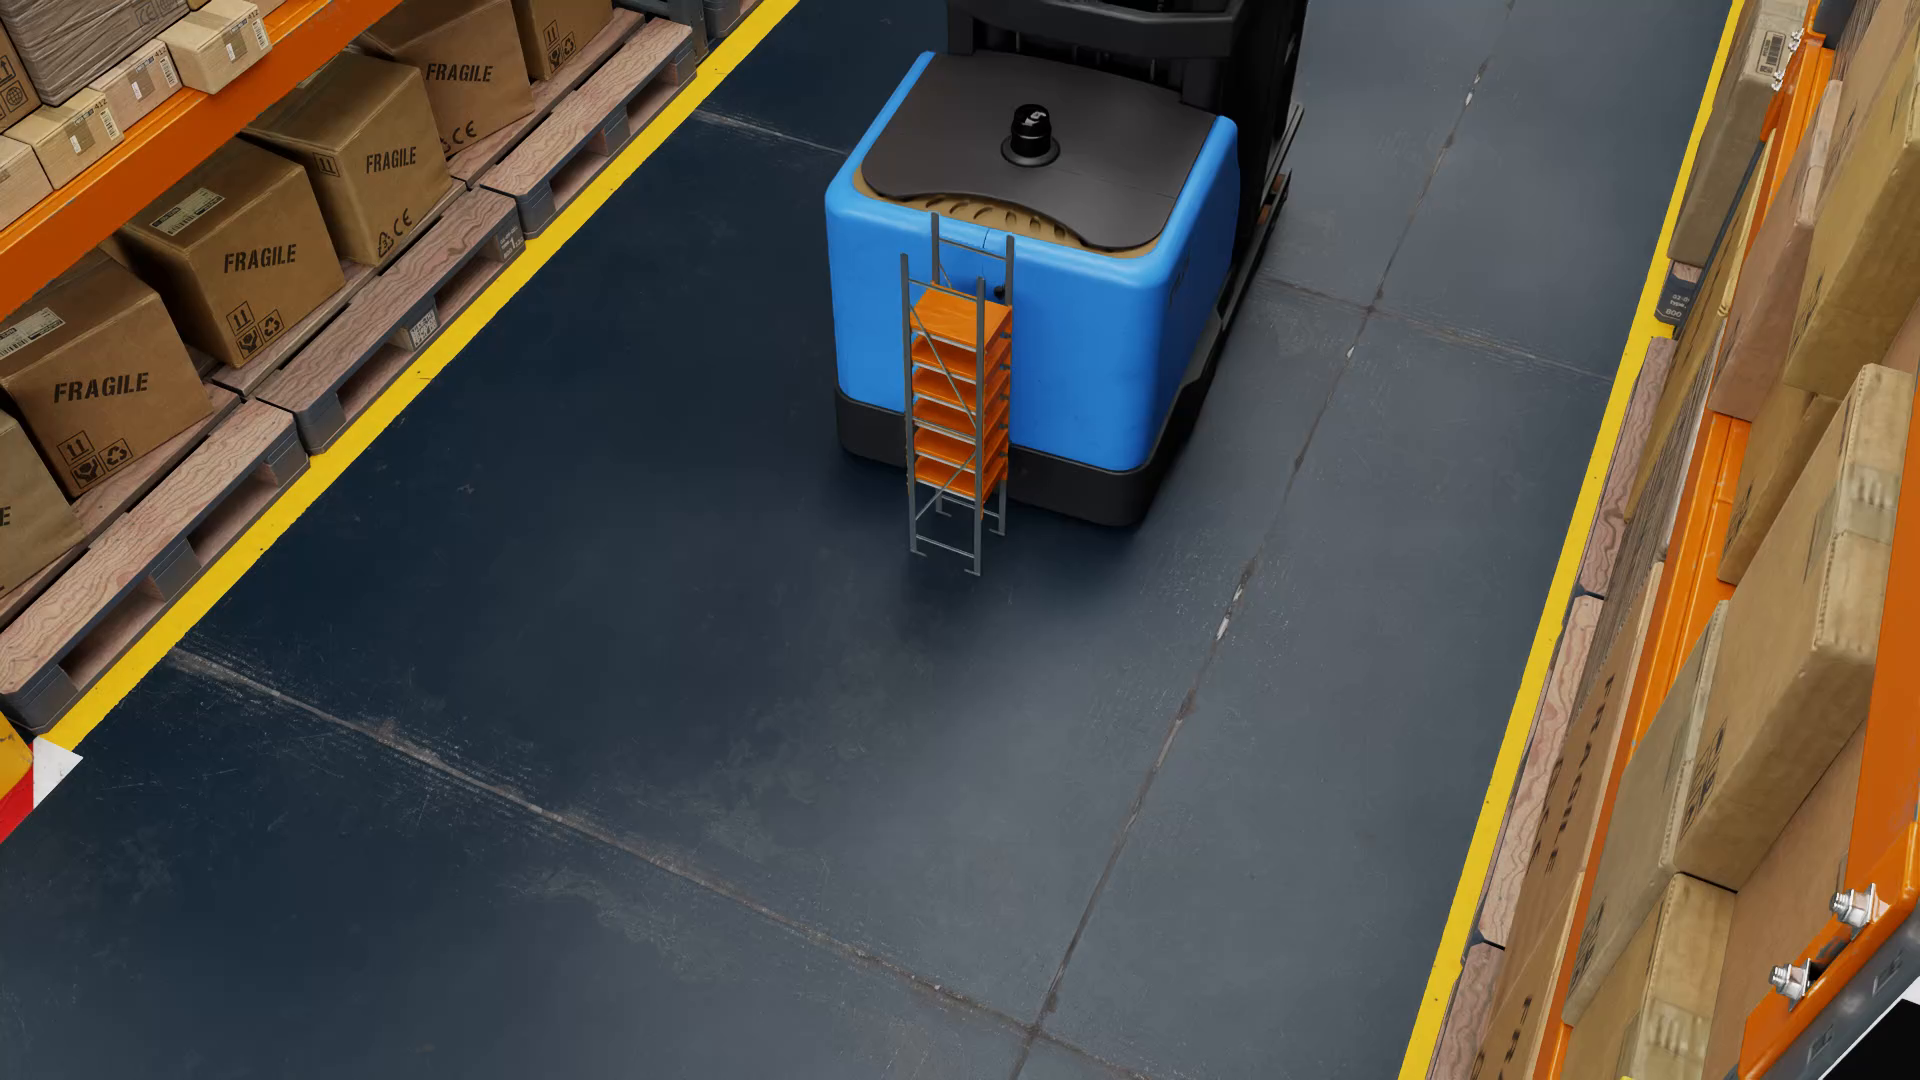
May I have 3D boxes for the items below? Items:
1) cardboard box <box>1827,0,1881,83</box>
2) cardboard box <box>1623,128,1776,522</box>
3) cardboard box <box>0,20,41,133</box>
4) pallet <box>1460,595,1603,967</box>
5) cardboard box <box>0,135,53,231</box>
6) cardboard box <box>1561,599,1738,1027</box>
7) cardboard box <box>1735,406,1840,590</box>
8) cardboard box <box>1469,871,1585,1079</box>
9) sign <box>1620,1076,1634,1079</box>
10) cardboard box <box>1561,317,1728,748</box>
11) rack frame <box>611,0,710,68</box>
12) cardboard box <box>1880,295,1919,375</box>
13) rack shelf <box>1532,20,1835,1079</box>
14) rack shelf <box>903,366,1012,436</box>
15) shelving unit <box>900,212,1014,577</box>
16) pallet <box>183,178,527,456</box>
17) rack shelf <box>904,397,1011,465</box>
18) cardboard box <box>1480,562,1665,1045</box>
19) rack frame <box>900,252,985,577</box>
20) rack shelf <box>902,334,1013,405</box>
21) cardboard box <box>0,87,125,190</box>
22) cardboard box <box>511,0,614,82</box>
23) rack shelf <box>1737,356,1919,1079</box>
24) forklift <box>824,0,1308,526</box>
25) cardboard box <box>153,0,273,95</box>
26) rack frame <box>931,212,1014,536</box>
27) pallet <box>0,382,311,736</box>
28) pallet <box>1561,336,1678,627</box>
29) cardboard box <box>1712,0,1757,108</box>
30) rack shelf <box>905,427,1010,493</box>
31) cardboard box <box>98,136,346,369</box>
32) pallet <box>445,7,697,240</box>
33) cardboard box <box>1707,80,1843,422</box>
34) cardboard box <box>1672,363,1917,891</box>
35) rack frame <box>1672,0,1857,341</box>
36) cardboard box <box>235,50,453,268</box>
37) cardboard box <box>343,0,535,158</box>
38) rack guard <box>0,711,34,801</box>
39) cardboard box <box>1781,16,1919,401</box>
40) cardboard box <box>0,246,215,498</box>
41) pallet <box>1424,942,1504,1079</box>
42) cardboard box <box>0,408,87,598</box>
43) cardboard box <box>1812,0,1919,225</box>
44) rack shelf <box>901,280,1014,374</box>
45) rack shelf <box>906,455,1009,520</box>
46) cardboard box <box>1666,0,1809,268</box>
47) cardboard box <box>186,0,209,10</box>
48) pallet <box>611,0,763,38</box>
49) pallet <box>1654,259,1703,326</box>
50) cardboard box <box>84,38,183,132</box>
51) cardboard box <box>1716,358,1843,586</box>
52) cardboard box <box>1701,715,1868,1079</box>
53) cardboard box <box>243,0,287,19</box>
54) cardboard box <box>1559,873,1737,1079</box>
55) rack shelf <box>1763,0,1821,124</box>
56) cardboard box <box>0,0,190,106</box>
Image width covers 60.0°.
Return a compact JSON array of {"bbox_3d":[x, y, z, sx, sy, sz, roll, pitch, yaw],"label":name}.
[{"bbox_3d":[2.765,-1.240,4.237,0.875,0.550,0.550,20,52,16],"label":"cardboard box"},{"bbox_3d":[2.579,-0.487,4.814,0.875,0.875,0.875,21,53,17],"label":"cardboard box"},{"bbox_3d":[-2.874,-1.260,4.092,0.875,0.500,0.500,20,52,16],"label":"cardboard box"},{"bbox_3d":[1.996,0.795,4.435,1.003,0.211,1.213,20,52,16],"label":"pallet"},{"bbox_3d":[-2.569,-0.928,4.235,0.380,0.149,0.250,20,52,16],"label":"cardboard box"},{"bbox_3d":[1.535,0.600,2.671,0.875,0.550,0.550,20,52,16],"label":"cardboard box"},{"bbox_3d":[1.888,0.255,2.965,0.875,0.550,0.550,20,52,16],"label":"cardboard box"},{"bbox_3d":[1.433,1.369,3.235,0.875,0.875,0.875,20,53,16],"label":"cardboard box"},{"bbox_3d":[0.718,0.667,1.797,0.100,0.325,0.005,20,52,16],"label":"sign"},{"bbox_3d":[2.198,0.135,4.285,0.875,0.875,0.875,20,53,16],"label":"cardboard box"},{"bbox_3d":[-1.530,-3.133,5.946,1.000,3.000,0.127,20,52,16],"label":"rack frame"},{"bbox_3d":[1.910,-0.087,2.547,0.875,0.550,0.550,20,52,16],"label":"cardboard box"},{"bbox_3d":[2.057,0.161,3.616,1.077,0.370,4.000,20,52,16],"label":"rack shelf"},{"bbox_3d":[-0.006,-0.428,4.727,0.258,0.103,0.180,20,52,16],"label":"rack shelf"},{"bbox_3d":[-0.006,-0.379,4.785,0.258,1.200,0.189,20,52,16],"label":"shelving unit"},{"bbox_3d":[-2.305,-0.912,5.888,1.003,0.211,1.213,20,52,16],"label":"pallet"},{"bbox_3d":[-0.006,-0.350,4.818,0.258,0.103,0.180,20,52,16],"label":"rack shelf"},{"bbox_3d":[1.807,0.762,3.751,0.875,0.875,0.875,19,52,16],"label":"cardboard box"},{"bbox_3d":[-0.045,-0.316,4.731,0.240,1.200,0.006,20,52,16],"label":"rack frame"},{"bbox_3d":[-0.006,-0.506,4.636,0.258,0.103,0.180,20,52,16],"label":"rack shelf"},{"bbox_3d":[-2.456,-1.098,4.379,0.380,0.149,0.250,20,52,16],"label":"cardboard box"},{"bbox_3d":[-1.737,-2.197,6.515,0.500,0.500,0.500,18,52,15],"label":"cardboard box"},{"bbox_3d":[2.057,-0.811,2.474,1.077,0.370,4.000,20,52,16],"label":"rack shelf"},{"bbox_3d":[0.601,-2.141,5.148,1.130,2.935,3.031,16,52,13],"label":"forklift"},{"bbox_3d":[-2.173,-1.417,4.651,0.380,0.149,0.250,20,52,16],"label":"cardboard box"},{"bbox_3d":[0.033,-0.442,4.838,0.240,1.200,0.006,20,52,16],"label":"rack frame"},{"bbox_3d":[-2.827,-0.075,5.175,1.003,0.211,1.213,20,52,16],"label":"pallet"},{"bbox_3d":[2.516,-0.048,5.152,1.003,0.211,1.213,20,52,16],"label":"pallet"},{"bbox_3d":[3.511,-1.976,6.164,1.050,0.750,0.750,20,52,16],"label":"cardboard box"},{"bbox_3d":[-0.006,-0.272,4.910,0.258,0.103,0.180,20,52,16],"label":"rack shelf"},{"bbox_3d":[-2.448,-0.977,5.477,0.500,0.500,0.500,24,54,19],"label":"cardboard box"},{"bbox_3d":[-1.785,-1.755,6.605,1.003,0.211,1.213,20,52,16],"label":"pallet"},{"bbox_3d":[2.213,-0.521,3.625,0.875,0.550,0.550,20,52,16],"label":"cardboard box"},{"bbox_3d":[1.548,0.255,2.256,0.875,0.550,0.550,20,52,16],"label":"cardboard box"},{"bbox_3d":[2.911,-1.450,4.514,1.000,3.000,0.127,20,52,16],"label":"rack frame"},{"bbox_3d":[-2.169,-1.347,5.792,0.500,0.500,0.500,16,51,13],"label":"cardboard box"},{"bbox_3d":[-1.975,-1.800,6.177,0.500,0.500,0.500,36,58,27],"label":"cardboard box"},{"bbox_3d":[-3.206,0.379,4.599,1.175,0.500,0.348,20,52,16],"label":"rack guard"},{"bbox_3d":[2.019,-0.494,2.893,0.875,0.550,0.500,20,52,16],"label":"cardboard box"},{"bbox_3d":[-2.732,-0.552,5.116,0.500,0.500,0.500,33,57,25],"label":"cardboard box"},{"bbox_3d":[1.473,1.633,3.722,1.003,0.211,1.213,20,52,16],"label":"pallet"},{"bbox_3d":[-2.957,-0.129,4.756,0.500,0.500,0.500,29,55,22],"label":"cardboard box"},{"bbox_3d":[2.238,-0.862,3.206,0.875,0.550,0.550,20,52,16],"label":"cardboard box"},{"bbox_3d":[-0.006,-0.583,4.544,0.258,0.103,0.180,20,52,16],"label":"rack shelf"},{"bbox_3d":[-0.006,-0.195,5.001,0.258,0.103,0.180,20,52,16],"label":"rack shelf"},{"bbox_3d":[3.095,-1.313,5.599,1.050,0.750,0.750,20,52,16],"label":"cardboard box"},{"bbox_3d":[-2.397,-1.931,4.663,0.875,0.500,0.500,20,52,16],"label":"cardboard box"},{"bbox_3d":[-1.199,-2.766,7.465,1.003,0.211,1.213,20,52,16],"label":"pallet"},{"bbox_3d":[3.173,-1.102,6.049,1.003,0.211,1.213,20,52,16],"label":"pallet"},{"bbox_3d":[-2.373,-1.279,4.533,0.380,0.149,0.250,20,52,16],"label":"cardboard box"},{"bbox_3d":[2.077,-0.123,3.287,0.875,0.550,0.500,20,52,16],"label":"cardboard box"},{"bbox_3d":[1.396,0.663,1.908,0.875,0.550,0.550,20,52,16],"label":"cardboard box"},{"bbox_3d":[-2.186,-1.632,4.834,0.380,0.149,0.250,20,52,16],"label":"cardboard box"},{"bbox_3d":[1.320,0.986,2.343,0.875,0.550,0.550,20,52,16],"label":"cardboard box"},{"bbox_3d":[3.766,-2.594,5.960,1.077,0.370,4.000,20,52,16],"label":"rack shelf"},{"bbox_3d":[-2.621,-1.591,4.373,0.875,0.500,0.500,20,52,16],"label":"cardboard box"}]
